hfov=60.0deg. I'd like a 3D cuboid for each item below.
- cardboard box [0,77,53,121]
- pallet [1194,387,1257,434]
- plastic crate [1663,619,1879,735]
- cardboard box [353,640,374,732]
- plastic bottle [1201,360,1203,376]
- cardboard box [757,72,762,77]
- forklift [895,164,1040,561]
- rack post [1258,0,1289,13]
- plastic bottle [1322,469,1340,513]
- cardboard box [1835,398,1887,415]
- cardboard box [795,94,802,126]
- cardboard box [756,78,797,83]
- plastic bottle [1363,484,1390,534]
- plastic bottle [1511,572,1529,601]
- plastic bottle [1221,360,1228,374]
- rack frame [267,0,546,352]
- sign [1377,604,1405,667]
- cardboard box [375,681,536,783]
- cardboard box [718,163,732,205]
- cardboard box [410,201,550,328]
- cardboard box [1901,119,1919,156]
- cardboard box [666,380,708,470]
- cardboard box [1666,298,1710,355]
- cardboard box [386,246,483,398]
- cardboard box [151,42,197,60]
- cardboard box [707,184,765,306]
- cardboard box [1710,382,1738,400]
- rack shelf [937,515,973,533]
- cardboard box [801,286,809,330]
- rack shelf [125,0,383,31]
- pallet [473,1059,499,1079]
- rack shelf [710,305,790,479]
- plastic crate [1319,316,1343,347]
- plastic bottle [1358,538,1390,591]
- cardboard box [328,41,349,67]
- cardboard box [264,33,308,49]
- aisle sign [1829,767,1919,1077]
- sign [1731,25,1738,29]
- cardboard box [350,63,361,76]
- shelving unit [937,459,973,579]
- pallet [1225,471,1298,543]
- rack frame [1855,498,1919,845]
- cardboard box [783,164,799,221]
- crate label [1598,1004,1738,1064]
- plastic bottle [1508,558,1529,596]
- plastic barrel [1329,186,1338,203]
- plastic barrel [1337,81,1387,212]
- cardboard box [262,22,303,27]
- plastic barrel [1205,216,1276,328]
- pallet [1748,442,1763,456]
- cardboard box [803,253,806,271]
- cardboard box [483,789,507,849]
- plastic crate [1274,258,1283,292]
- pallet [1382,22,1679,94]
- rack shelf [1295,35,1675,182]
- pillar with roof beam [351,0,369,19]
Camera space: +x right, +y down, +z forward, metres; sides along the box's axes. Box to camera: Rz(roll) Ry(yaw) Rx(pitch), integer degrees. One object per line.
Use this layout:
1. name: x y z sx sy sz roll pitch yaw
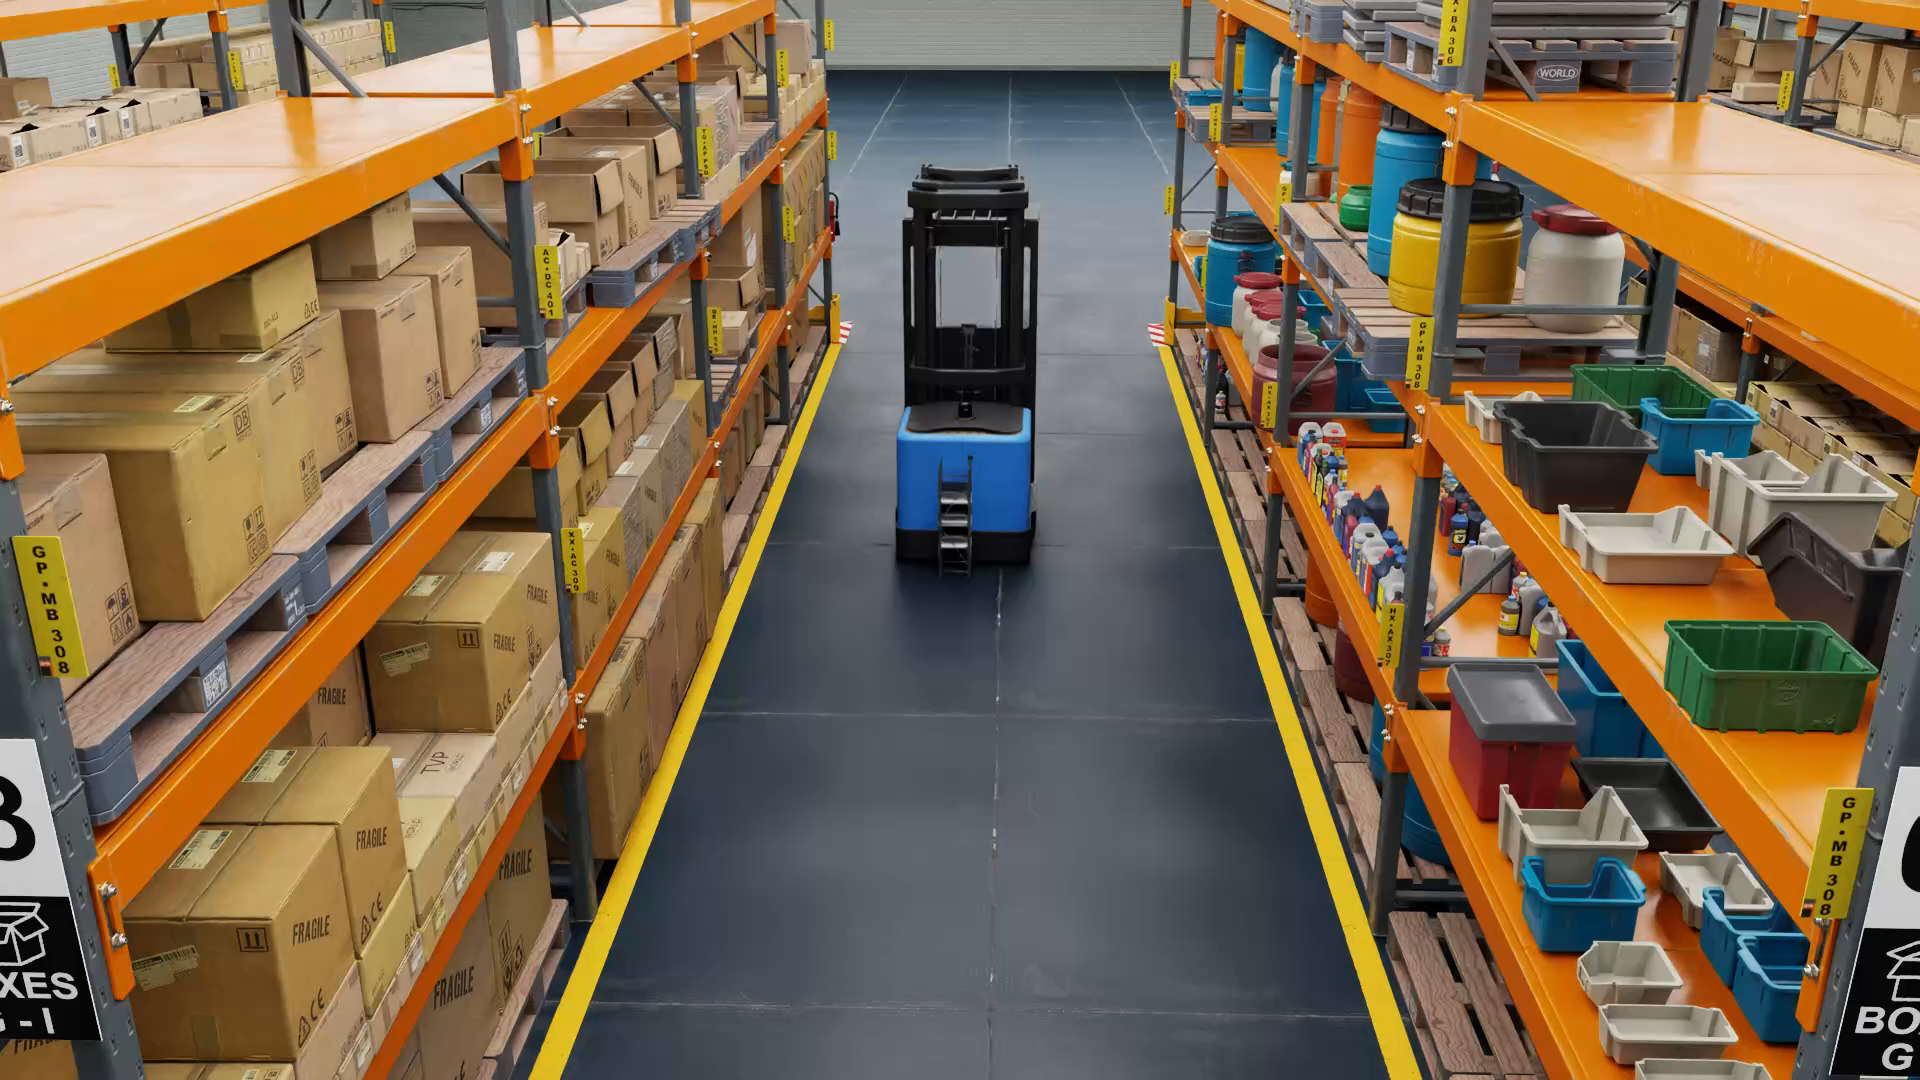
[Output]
1. cardboard box: -7.431 -3.324 12.944 0.500 0.500 0.500 1 21 2
2. pallet: 2.885 -1.248 16.453 1.003 0.211 1.213 1 21 2
3. plastic crate: 2.203 0.374 4.564 0.450 0.188 0.336 1 21 2
4. cardboard box: -2.664 0.463 6.949 0.500 0.500 0.500 1 21 2
5. plastic bottle: 2.561 -1.804 17.292 0.097 0.201 0.097 0 21 0
6. cardboard box: -2.314 -4.940 17.624 0.380 0.149 0.250 1 21 4
7. forklift: 0.096 -1.690 13.832 1.130 2.935 3.031 1 21 3
8. rack post: 2.849 -4.482 12.365 1.013 1.000 3.121 1 21 2
9. plastic bottle: 2.309 -0.306 10.348 0.097 0.271 0.097 0 21 0
10. cardboard box: 8.039 -1.087 14.629 0.500 0.311 0.500 1 21 3
11. cardboard box: -1.821 -4.219 16.316 0.500 0.250 0.500 0 21 -1
12. cardboard box: -1.808 -4.460 16.387 0.380 0.149 0.250 0 21 1
13. plastic bottle: 2.470 -0.171 9.891 0.144 0.351 0.185 1 21 2
14. plastic bottle: 3.022 0.272 8.955 0.097 0.201 0.097 0 21 0
15. plastic bottle: 2.673 -1.674 16.844 0.061 0.283 0.133 1 21 2
16. rack frame: -2.371 -2.264 6.924 1.000 3.000 0.127 1 21 2
17. sign: 2.030 0.451 7.836 0.100 0.325 0.005 1 21 2
18. cardboard box: -2.135 0.814 7.081 0.500 0.250 0.500 1 21 3
19. cardboard box: -1.965 -2.595 12.130 0.500 0.250 0.500 1 21 3
20. cardboard box: -2.363 -1.318 7.913 0.700 0.500 0.500 1 21 3
21. cardboard box: 7.655 -3.083 12.808 0.500 0.250 0.500 -1 21 -3
22. cardboard box: -2.017 -0.779 11.252 0.500 0.500 0.500 1 21 3
23. cardboard box: 7.609 -2.225 17.302 0.500 0.500 0.500 1 21 2
24. cardboard box: -2.335 -0.871 6.623 0.700 0.500 0.500 -1 21 -2
25. cardboard box: -7.382 -4.573 15.549 0.380 0.149 0.250 1 21 1
26. cardboard box: -2.292 -2.550 14.543 1.000 1.000 1.000 1 21 2
27. cardboard box: 7.570 -1.333 16.039 0.500 0.250 0.500 1 21 2
28. rack shelf: -0.037 -0.126 12.703 0.258 0.077 0.200 1 21 3
29. cardboard box: -2.042 -2.611 18.986 0.500 0.500 0.500 5 22 12
30. rack shelf: -7.022 -5.449 16.680 1.077 0.370 4.000 1 21 2
31. pallet: -2.507 2.549 6.667 1.003 0.211 1.213 1 21 2
32. rack shelf: -2.189 -1.301 13.730 1.077 0.370 4.000 1 21 2
33. plastic crate: 3.056 -1.470 13.082 0.402 0.464 0.583 1 21 2
34. plastic bottle: 2.299 0.136 9.203 0.152 0.276 0.135 1 21 2
35. cardboard box: -6.728 -5.064 17.365 0.500 0.250 0.500 1 21 1
36. cardboard box: -6.694 -4.934 16.479 0.380 0.149 0.250 1 21 2
37. aisle sign: 2.163 0.844 3.612 0.394 0.787 0.004 1 21 2
38. sign: 8.437 -5.459 18.190 0.100 0.325 0.005 1 21 2
39. cardboard box: -6.656 -5.022 17.806 0.380 0.149 0.250 1 21 2
40. shelving unit: -0.037 -0.158 12.691 0.258 0.900 0.210 1 21 3
41. pallet: 2.803 -0.279 13.955 1.003 0.211 1.213 1 21 2
42. rack frame: 2.458 -0.763 3.056 1.000 3.000 0.127 1 21 2
43. cardboard box: -1.846 -3.352 16.089 0.500 0.500 0.500 1 21 2
44. crate label: 2.309 1.626 5.473 0.396 0.136 0.243 1 21 2
45. plastic bottle: 3.044 0.193 9.047 0.061 0.283 0.133 1 21 2
46. plastic barrel: 2.658 -2.275 11.313 0.294 0.245 0.294 0 21 0
47. plastic barrel: 2.681 -2.448 10.371 0.600 0.830 0.708 1 21 2
48. cardboard box: -7.305 -5.492 17.917 0.380 0.149 0.250 0 21 1
49. plastic barrel: 2.508 -2.403 14.881 0.600 0.901 0.708 1 21 2
50. pallet: 7.790 -0.683 14.996 1.003 0.211 1.213 1 21 2
51. cardboard box: -1.788 -2.860 17.099 0.380 0.149 0.250 1 21 2
52. cardboard box: -2.084 1.136 6.802 0.380 0.149 0.250 1 21 3
53. plastic crate: 2.966 -2.464 15.819 0.767 0.338 0.504 1 21 2
54. pallet: 2.574 -2.235 7.662 1.003 0.211 1.213 1 21 2
55. rack shelf: 2.640 -2.411 8.850 1.077 0.370 4.000 1 21 2
56. pillar with roof beam: -12.580 -17.323 45.735 9.100 9.000 0.400 1 21 2
